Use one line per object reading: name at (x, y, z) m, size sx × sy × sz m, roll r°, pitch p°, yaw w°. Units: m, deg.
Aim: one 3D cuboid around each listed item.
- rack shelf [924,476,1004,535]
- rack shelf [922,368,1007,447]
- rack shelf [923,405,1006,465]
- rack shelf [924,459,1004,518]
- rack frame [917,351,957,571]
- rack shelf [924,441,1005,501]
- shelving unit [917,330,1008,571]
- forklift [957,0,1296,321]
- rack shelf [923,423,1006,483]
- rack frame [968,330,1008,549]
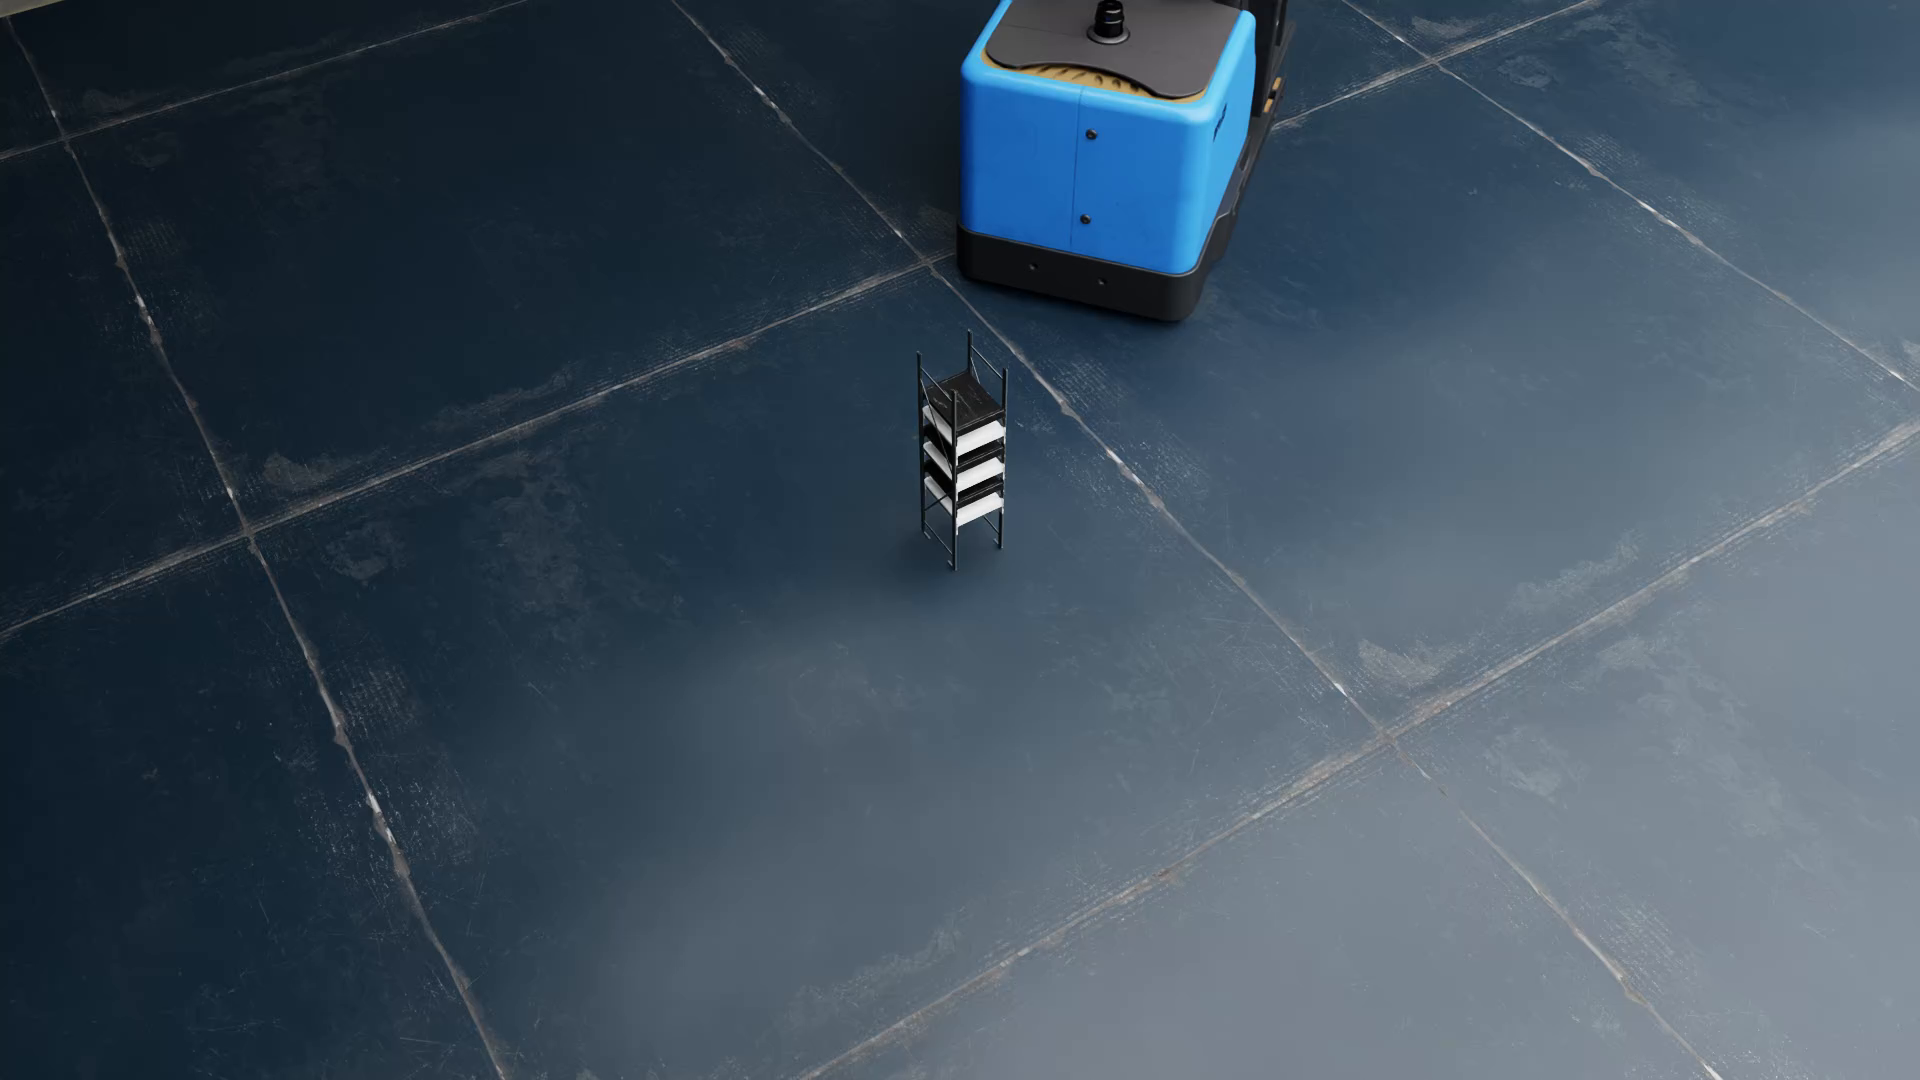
rack shelf at (0.007, -0.161, 6.076) m, size 0.200 × 0.077 × 0.258 m, roll -25°, pitch 53°, yaw -21°
rack shelf at (0.007, -0.460, 5.740) m, size 0.200 × 0.077 × 0.258 m, roll -25°, pitch 53°, yaw -21°
rack shelf at (0.007, -0.400, 5.807) m, size 0.200 × 0.077 × 0.258 m, roll -25°, pitch 53°, yaw -21°
rack shelf at (0.007, -0.220, 6.009) m, size 0.200 × 0.077 × 0.258 m, roll -25°, pitch 53°, yaw -21°
rack frame at (-0.079, -0.262, 5.881) m, size 0.006 × 0.900 × 0.240 m, roll -25°, pitch 53°, yaw -21°
rack shelf at (0.007, -0.280, 5.942) m, size 0.200 × 0.077 × 0.258 m, roll -25°, pitch 53°, yaw -21°
shelving unit at (0.007, -0.303, 5.917) m, size 0.210 × 0.900 × 0.258 m, roll -25°, pitch 53°, yaw -21°
forklift at (0.949, -3.019, 6.976) m, size 1.130 × 2.935 × 3.031 m, roll 15°, pitch 50°, yaw 13°
rack shelf at (0.007, -0.340, 5.874) m, size 0.200 × 0.077 × 0.258 m, roll -25°, pitch 53°, yaw -21°
rack frame at (0.093, -0.343, 5.953) m, size 0.006 × 0.900 × 0.240 m, roll -25°, pitch 53°, yaw -21°
